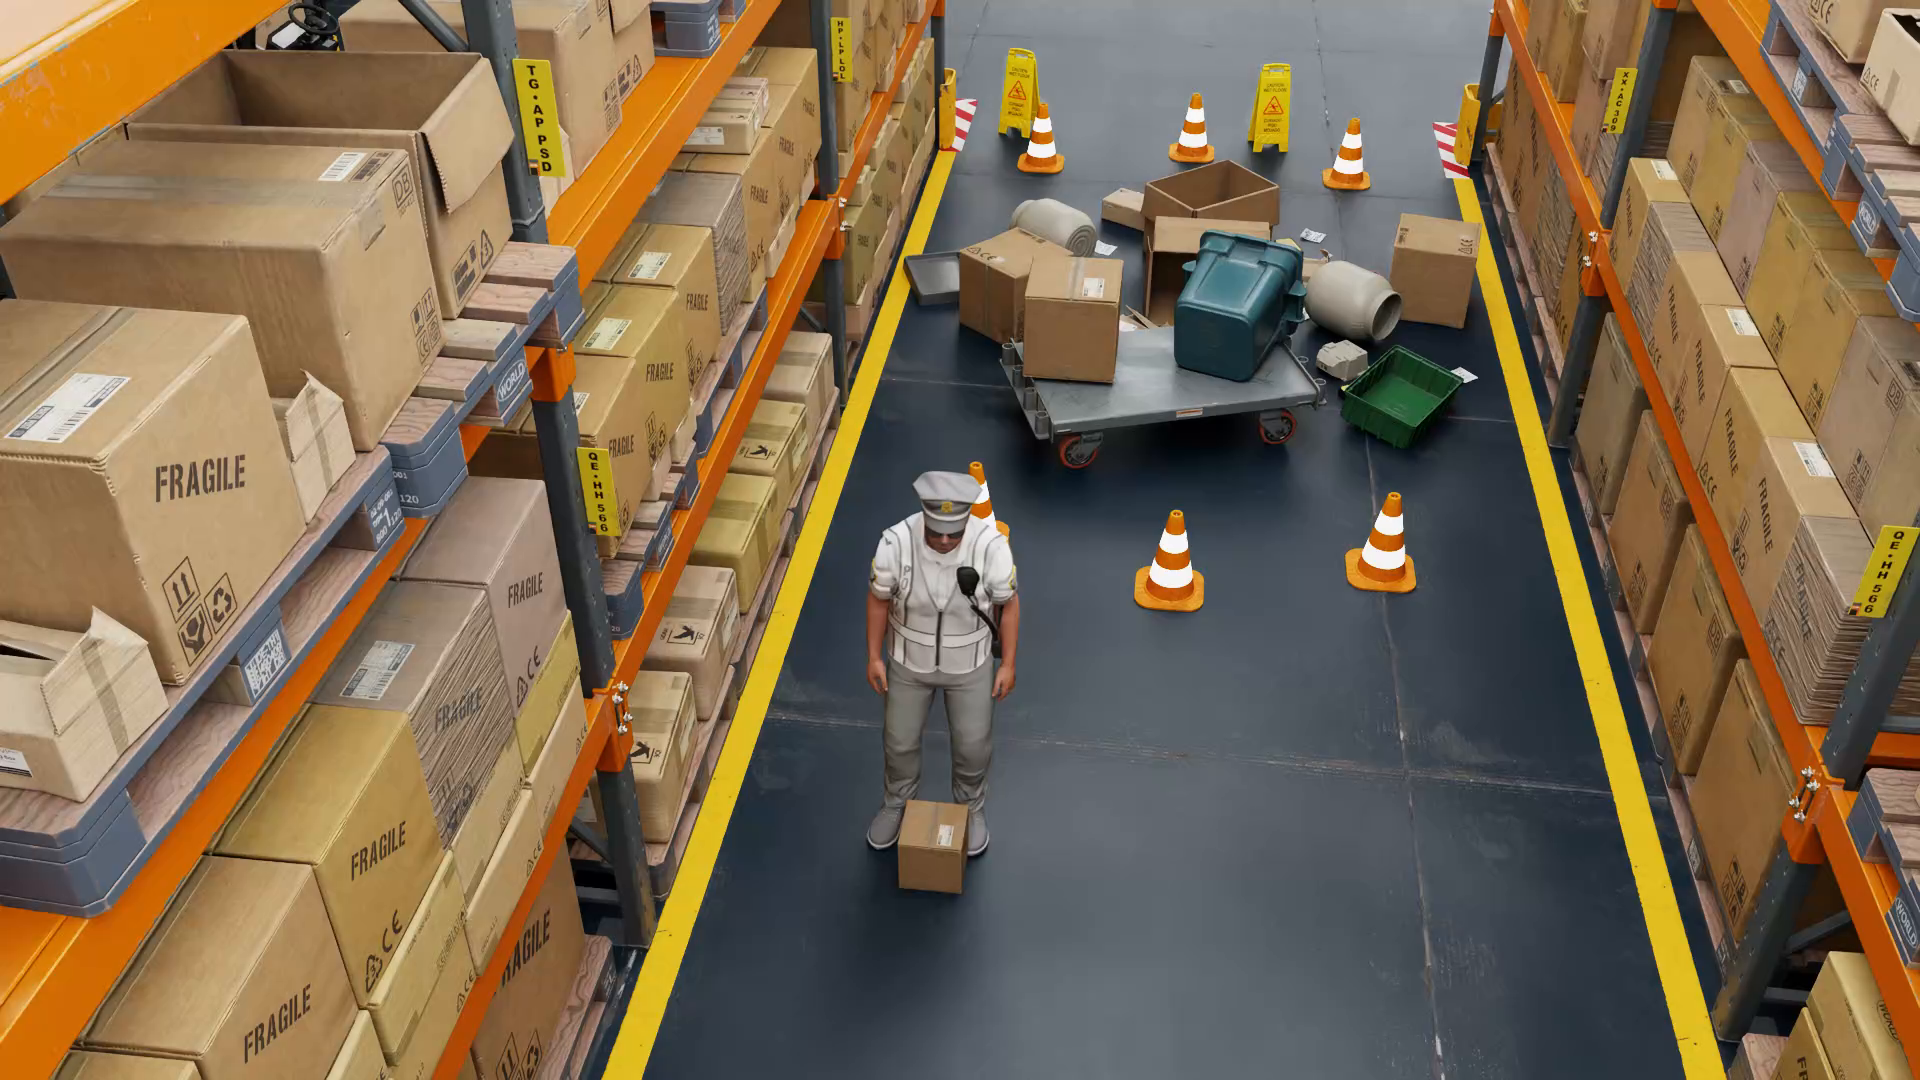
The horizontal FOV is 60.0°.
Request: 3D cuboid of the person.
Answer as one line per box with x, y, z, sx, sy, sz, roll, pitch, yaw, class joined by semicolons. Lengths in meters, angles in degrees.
-0.073;0.452;6.411;0.597;1.747;0.437;2;36;3;person
